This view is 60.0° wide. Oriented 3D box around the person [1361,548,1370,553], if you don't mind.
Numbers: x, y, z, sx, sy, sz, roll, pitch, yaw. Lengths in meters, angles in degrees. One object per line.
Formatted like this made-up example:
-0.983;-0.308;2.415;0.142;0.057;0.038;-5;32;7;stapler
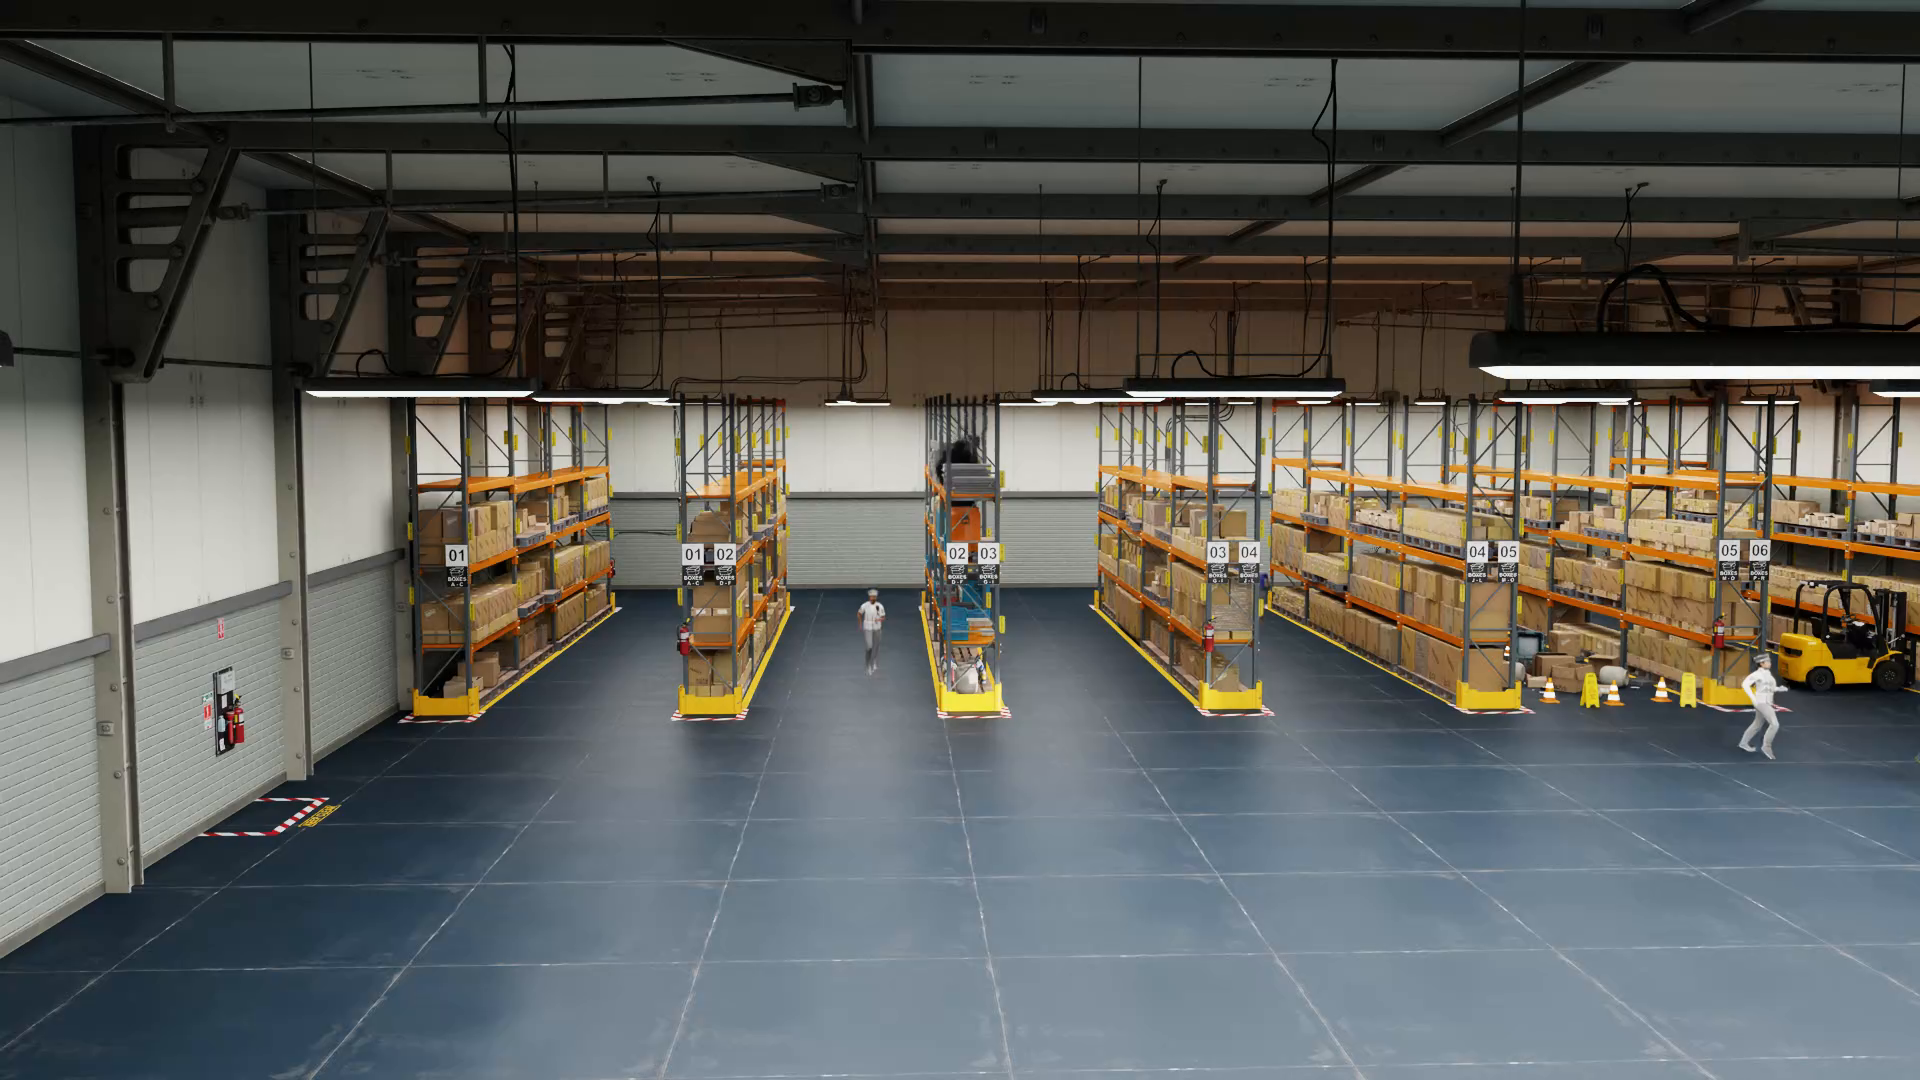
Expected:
12.308;1.055;49.272;0.959;1.643;0.651;-1;5;-12;person

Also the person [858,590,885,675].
-1.811;1.898;34.309;0.545;1.765;0.683;-1;5;-11;person

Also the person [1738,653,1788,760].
13.194;2.725;27.321;0.720;1.751;0.580;4;6;38;person

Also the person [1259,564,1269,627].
7.899;1.432;44.042;0.583;1.691;0.870;0;5;0;person
